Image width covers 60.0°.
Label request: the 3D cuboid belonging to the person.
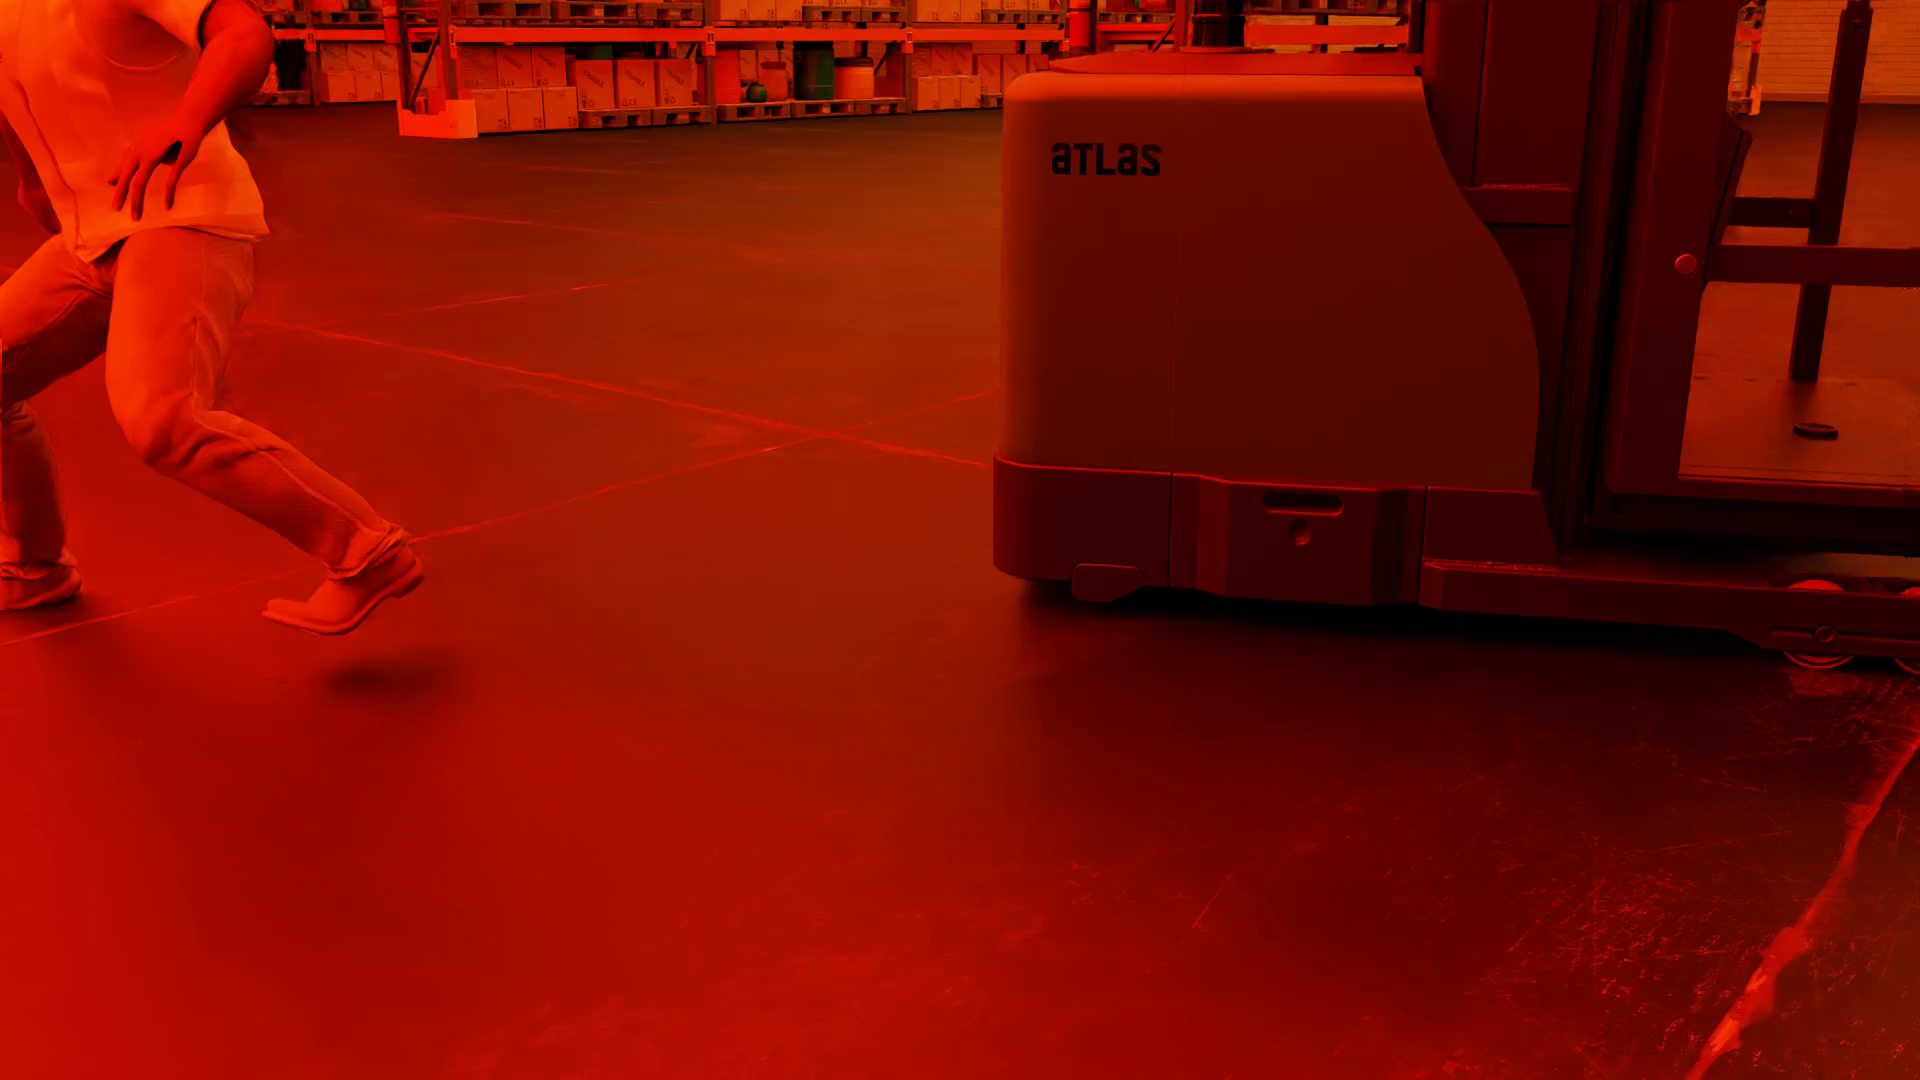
[{"bbox_3d":[-1.643,-0.567,3.177,1.224,1.675,0.556,14,22,38],"label":"person"}]

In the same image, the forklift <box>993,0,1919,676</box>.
[{"bbox_3d":[1.642,-1.315,3.229,3.031,2.935,1.130,4,17,12],"label":"forklift"}]
